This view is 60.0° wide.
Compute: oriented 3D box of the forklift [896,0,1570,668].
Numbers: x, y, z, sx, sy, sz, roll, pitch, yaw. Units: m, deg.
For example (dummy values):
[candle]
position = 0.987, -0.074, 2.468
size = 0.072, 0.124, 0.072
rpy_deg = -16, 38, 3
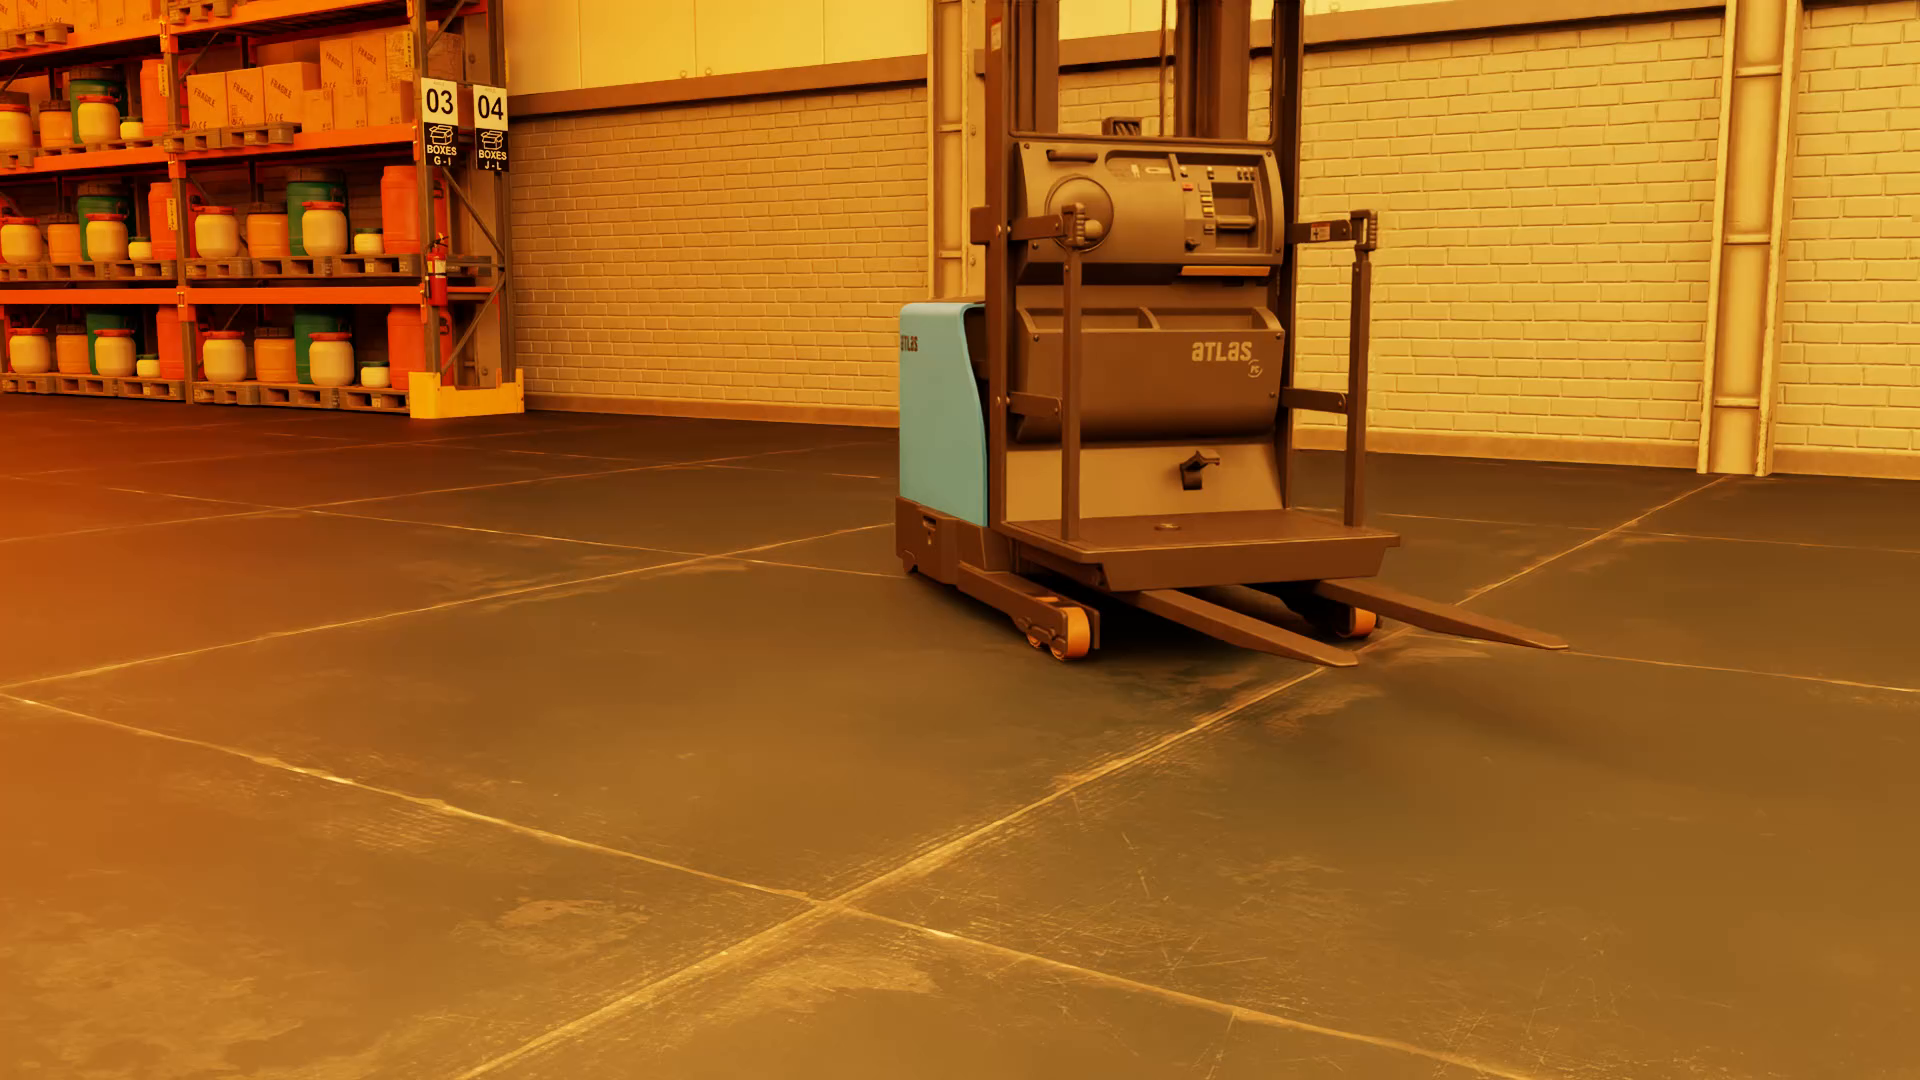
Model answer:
[forklift]
position = 0.711, -1.151, 5.284
size = 1.130, 2.935, 3.031
rpy_deg = -3, 9, -19
